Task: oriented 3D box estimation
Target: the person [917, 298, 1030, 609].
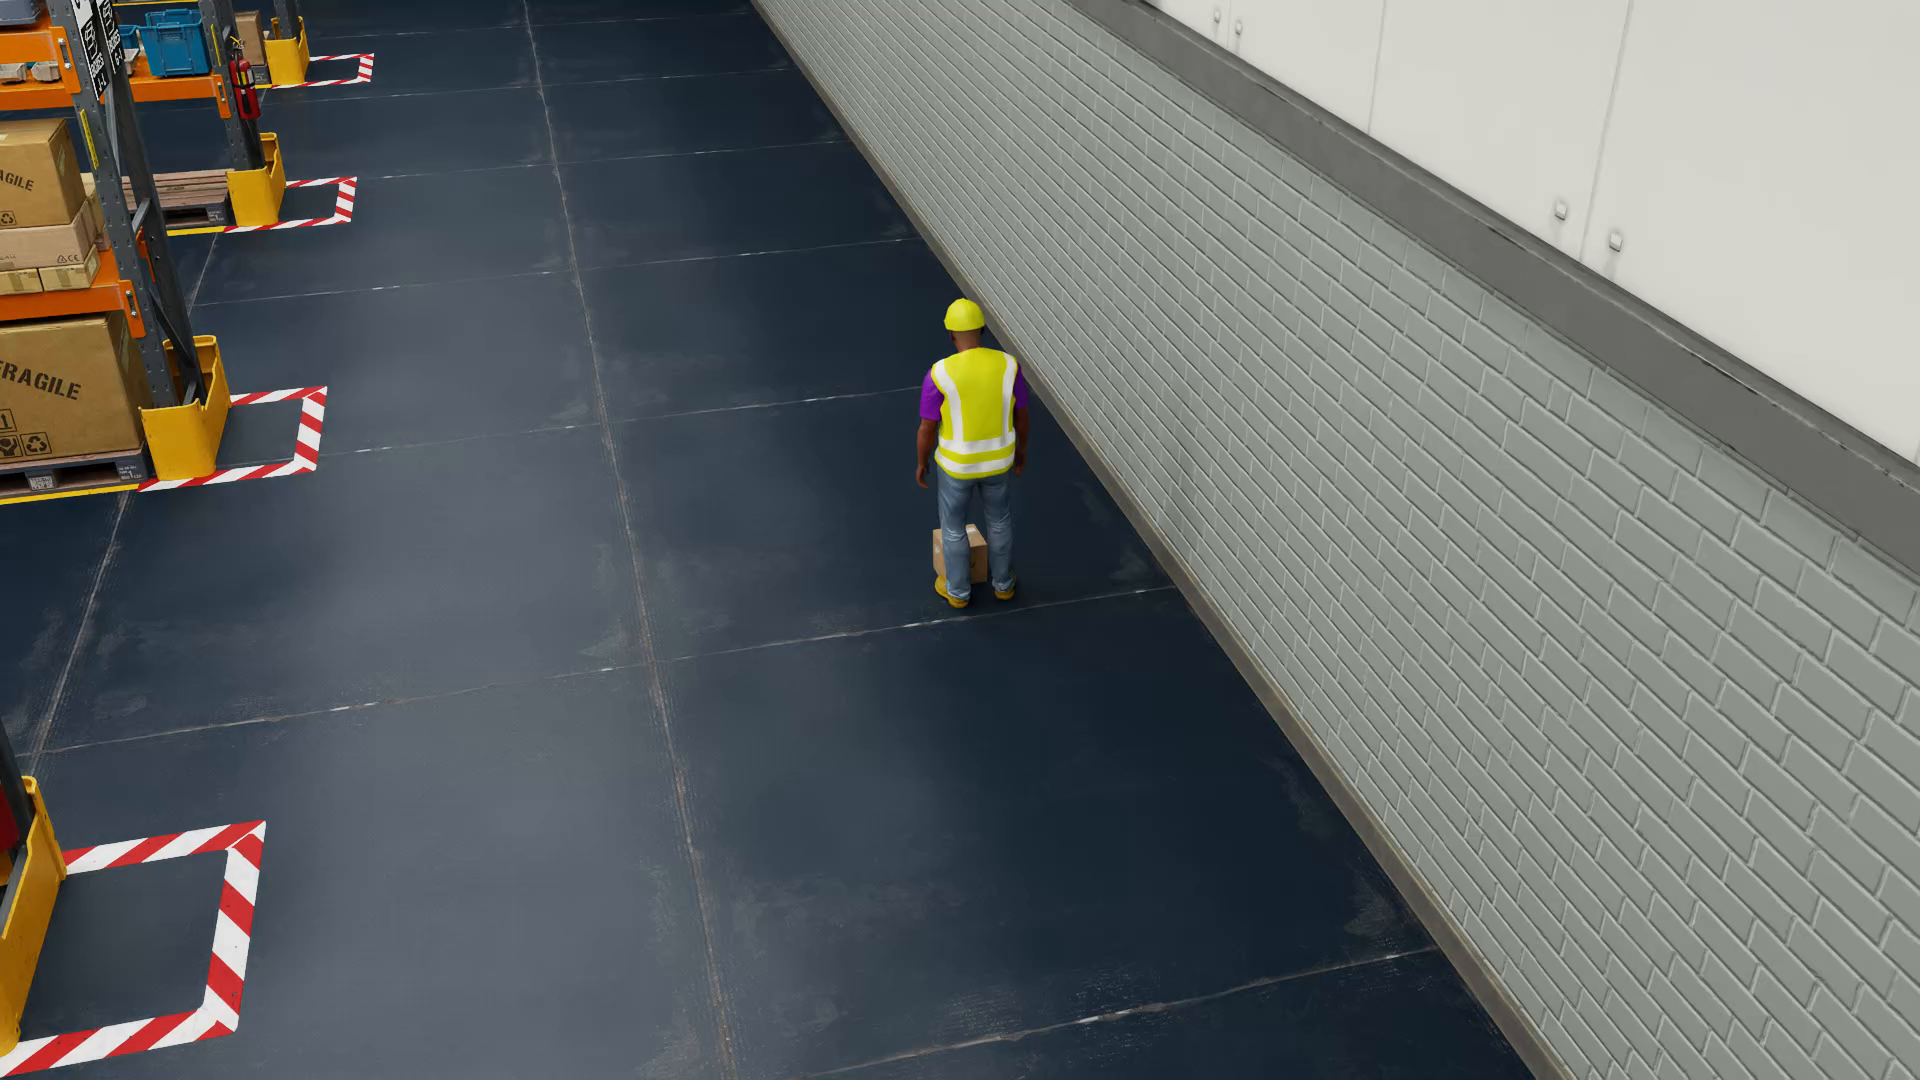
[{"bbox_3d":[0.067,-0.456,9.009,0.635,1.760,0.463,-8,31,-14],"label":"person"}]
